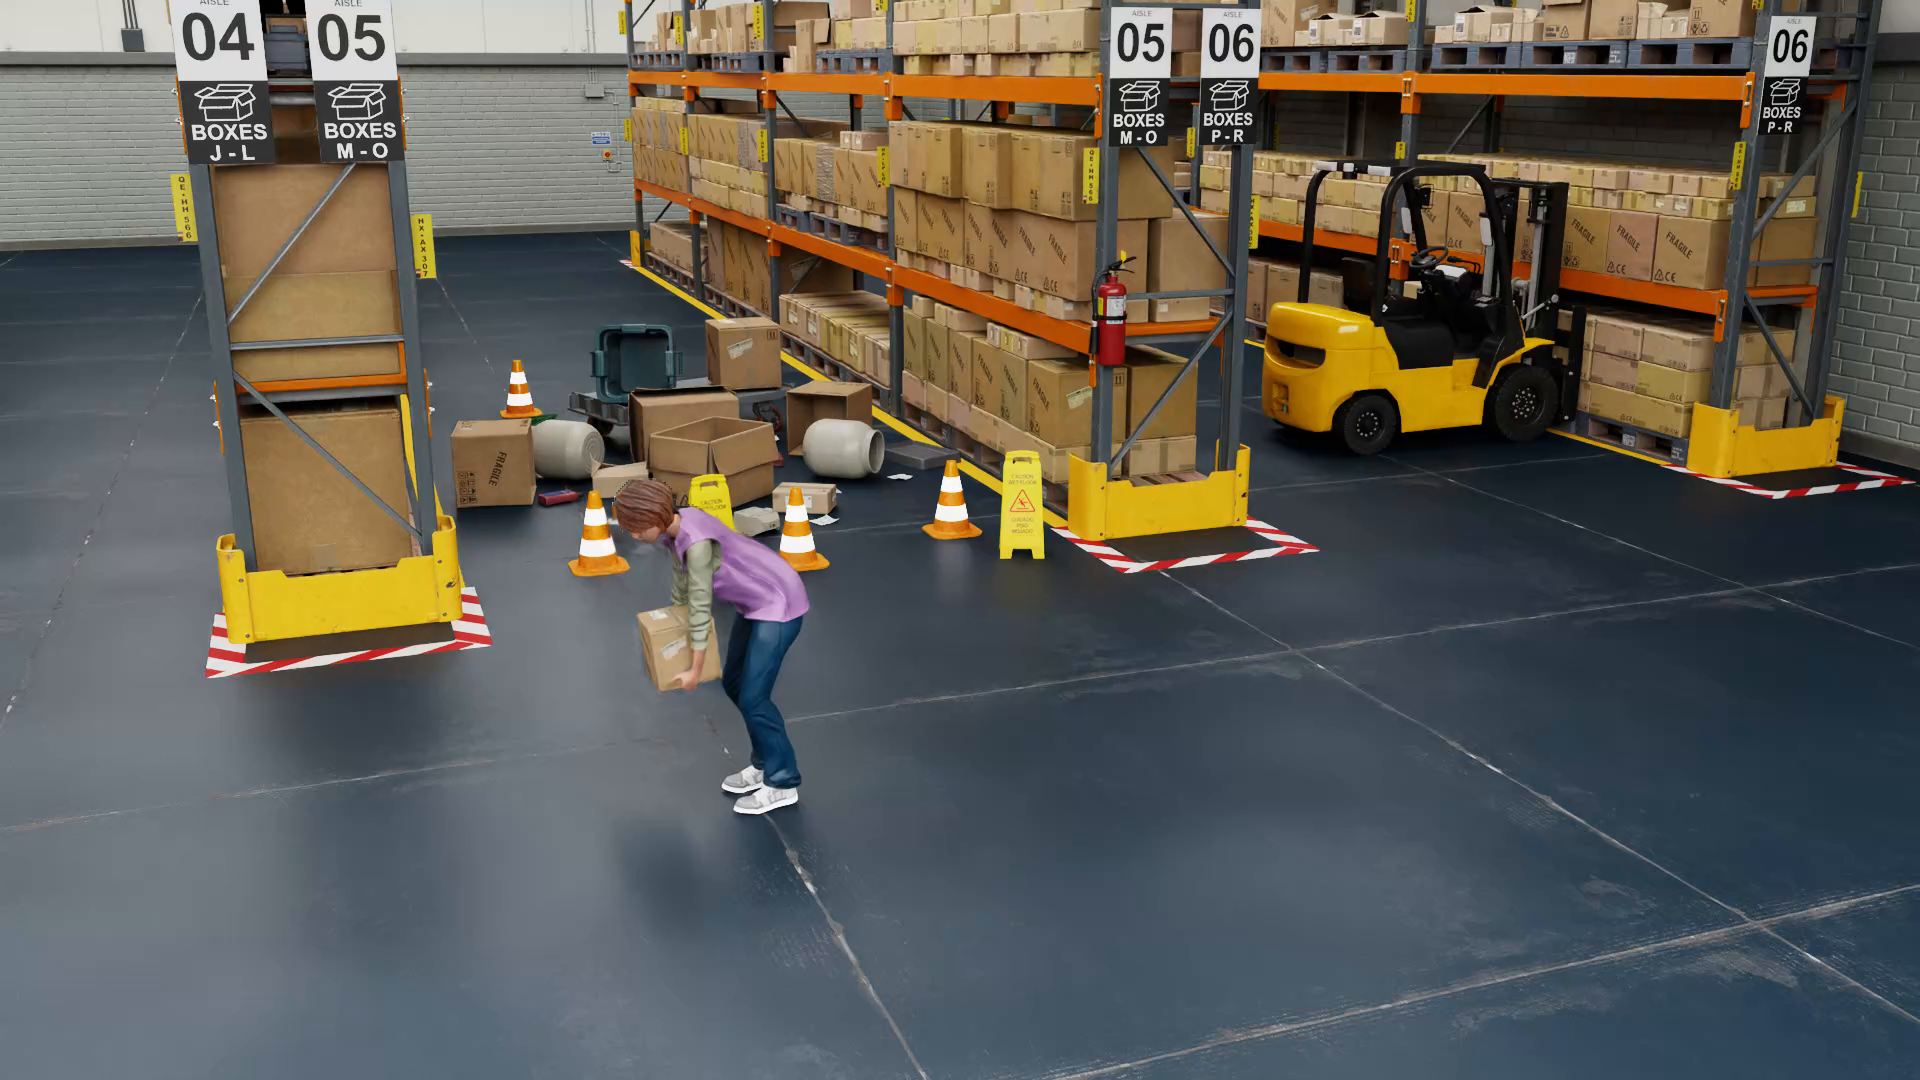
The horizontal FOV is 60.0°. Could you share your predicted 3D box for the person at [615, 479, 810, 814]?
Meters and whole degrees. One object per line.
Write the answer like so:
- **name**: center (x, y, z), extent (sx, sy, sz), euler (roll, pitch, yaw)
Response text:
- **person**: center (-0.956, 0.409, 6.535), extent (0.737, 1.370, 0.377), euler (-6, 17, -21)
